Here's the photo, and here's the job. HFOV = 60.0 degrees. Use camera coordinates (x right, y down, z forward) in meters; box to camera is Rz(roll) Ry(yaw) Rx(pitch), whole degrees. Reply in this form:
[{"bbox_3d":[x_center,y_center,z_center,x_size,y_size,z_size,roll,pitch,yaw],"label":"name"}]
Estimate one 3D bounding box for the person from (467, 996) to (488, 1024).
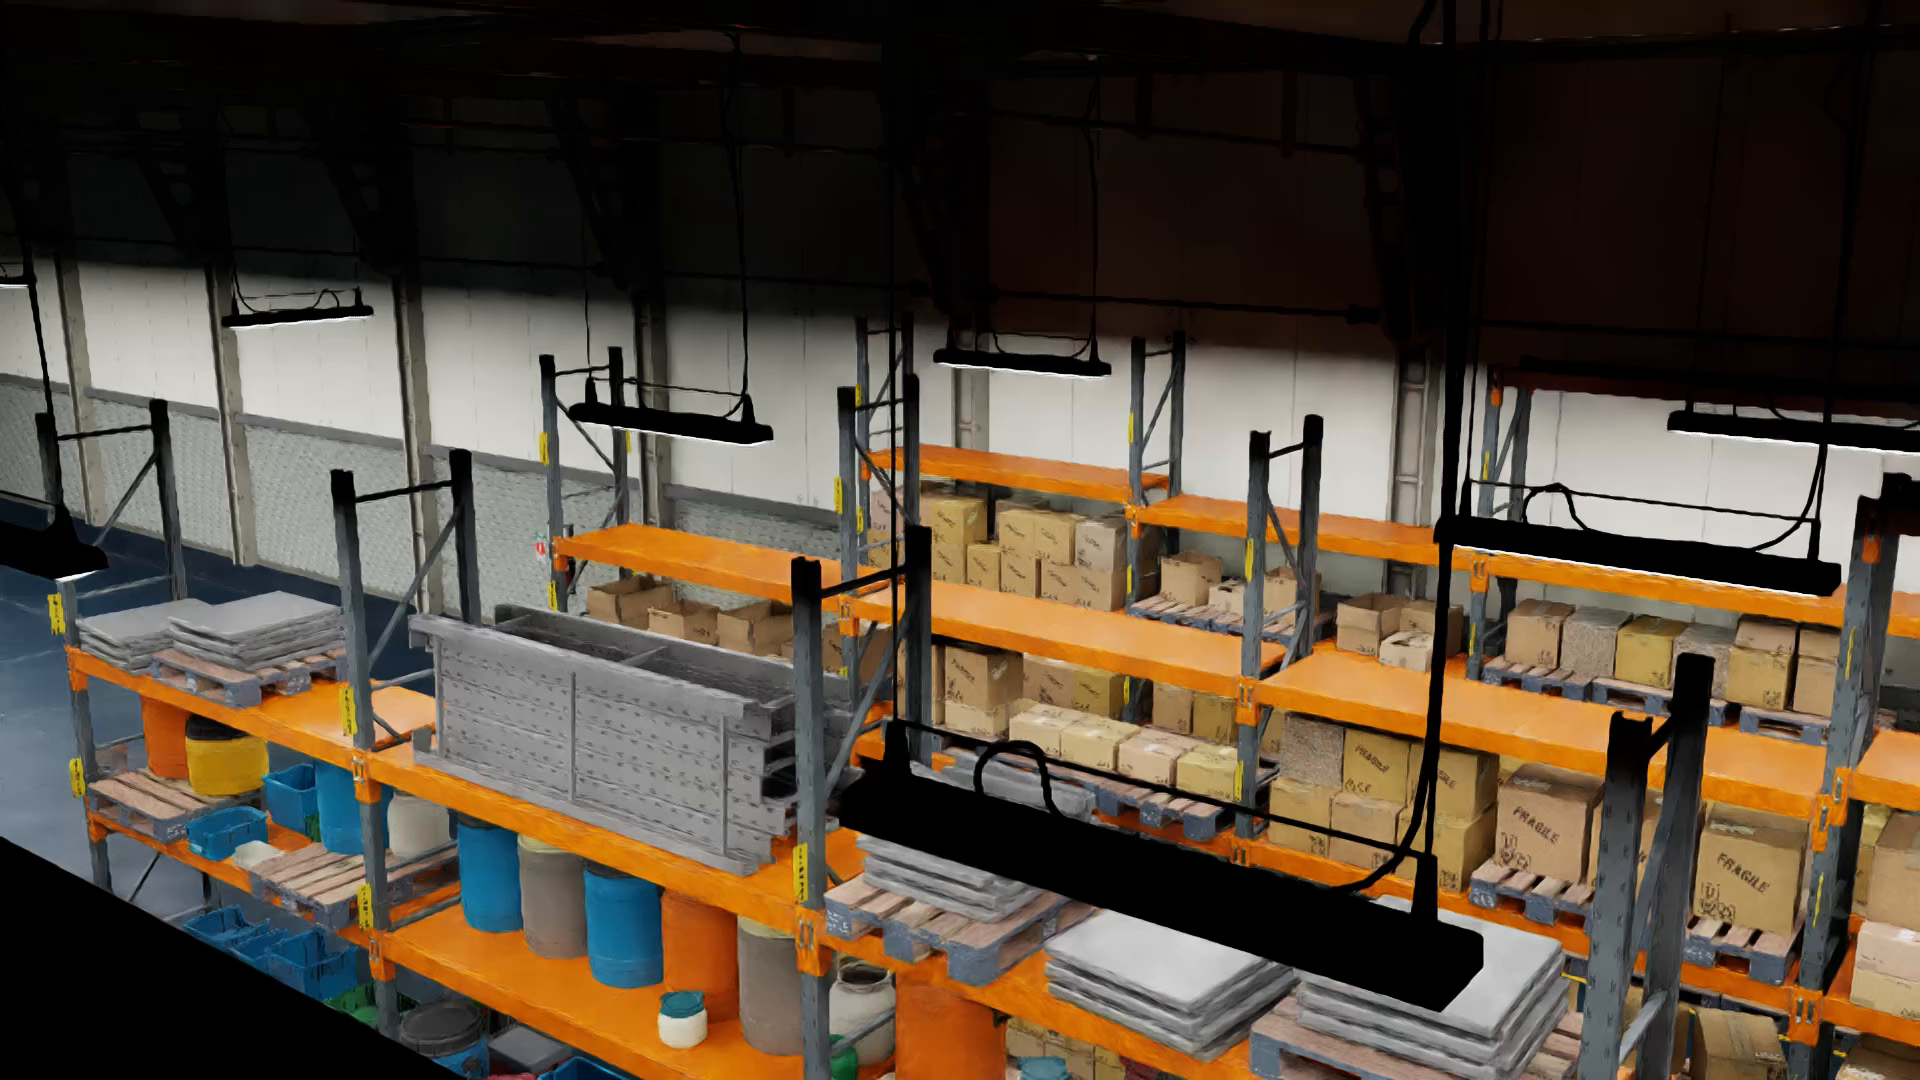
[{"bbox_3d":[-4.180,3.754,15.240,0.842,1.720,0.675,5,14,20],"label":"person"}]
